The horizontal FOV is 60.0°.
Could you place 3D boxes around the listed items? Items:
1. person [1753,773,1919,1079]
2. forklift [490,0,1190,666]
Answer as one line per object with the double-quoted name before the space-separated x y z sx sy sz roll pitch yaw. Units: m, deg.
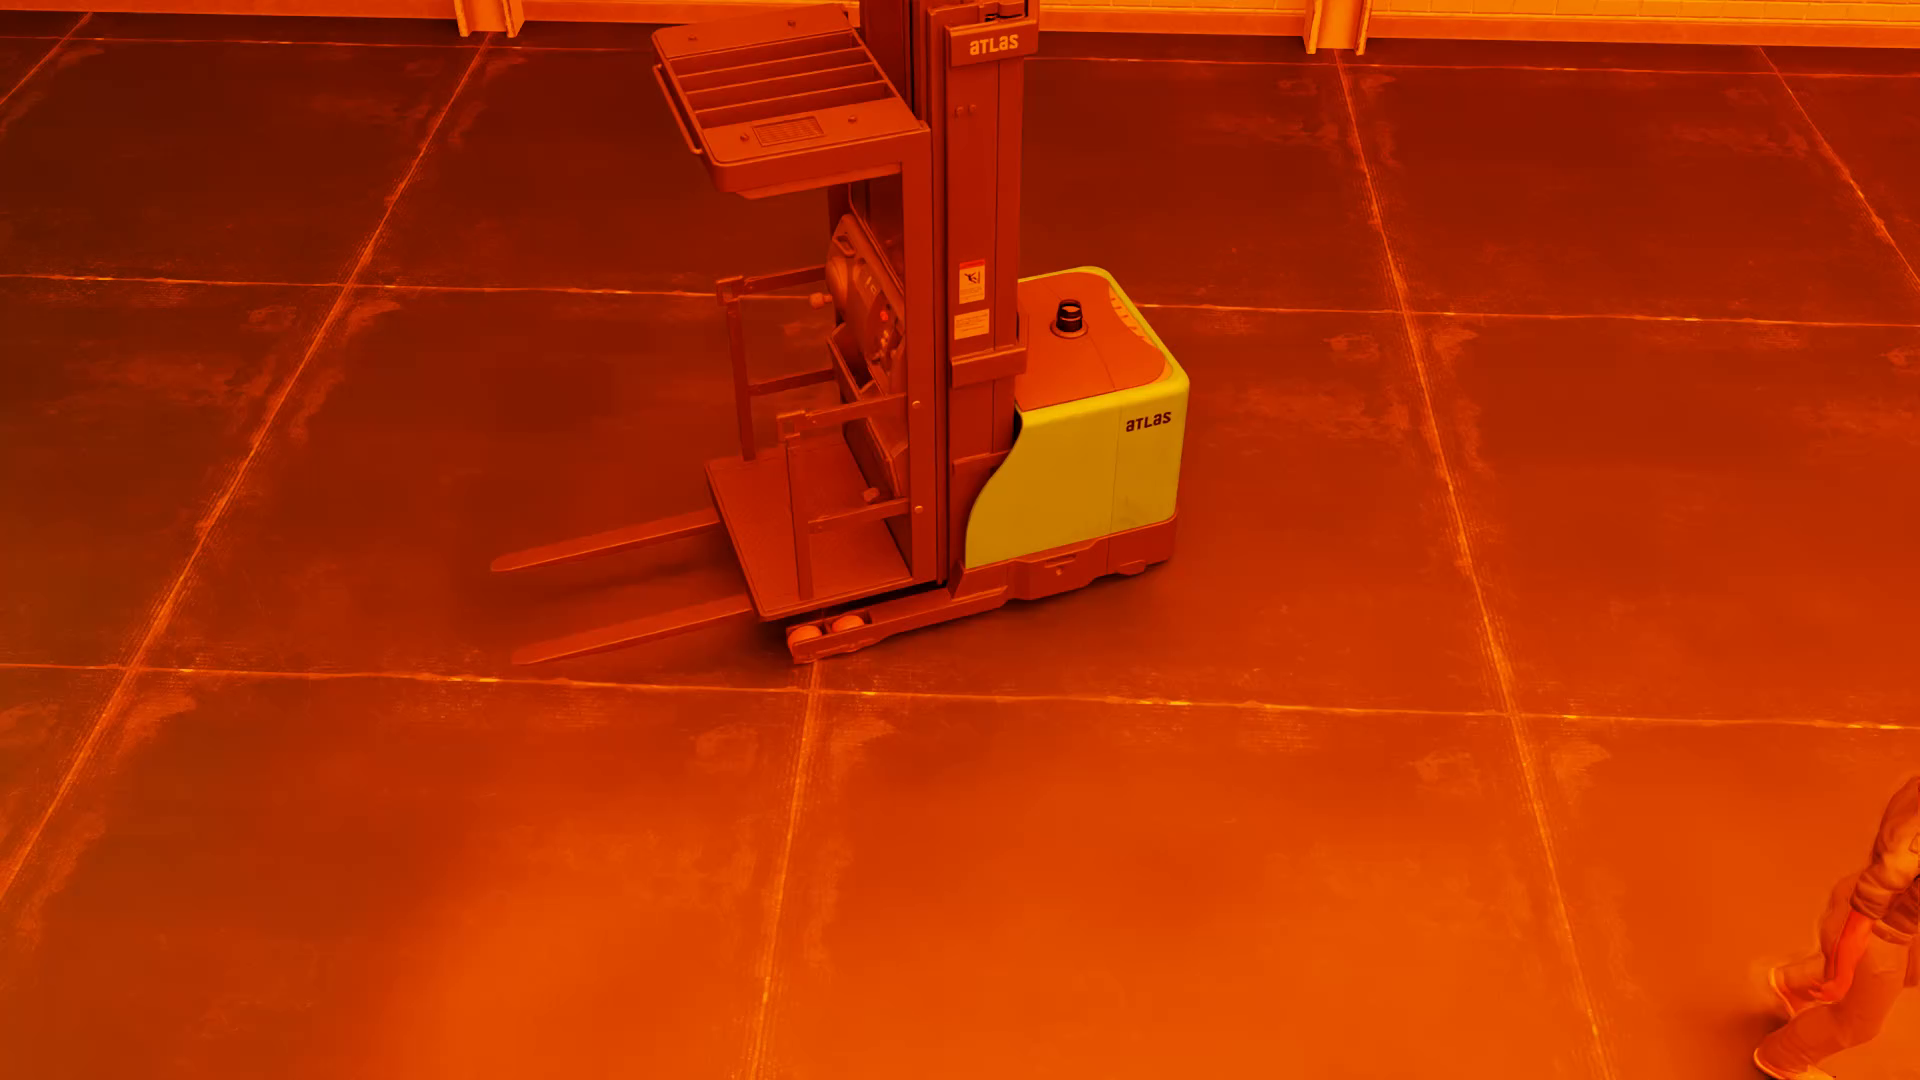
"person" 2.986 1.255 5.341 0.448 1.625 0.611 22 47 23
"forklift" -0.573 -0.945 6.778 3.031 2.935 1.130 -13 44 -14
